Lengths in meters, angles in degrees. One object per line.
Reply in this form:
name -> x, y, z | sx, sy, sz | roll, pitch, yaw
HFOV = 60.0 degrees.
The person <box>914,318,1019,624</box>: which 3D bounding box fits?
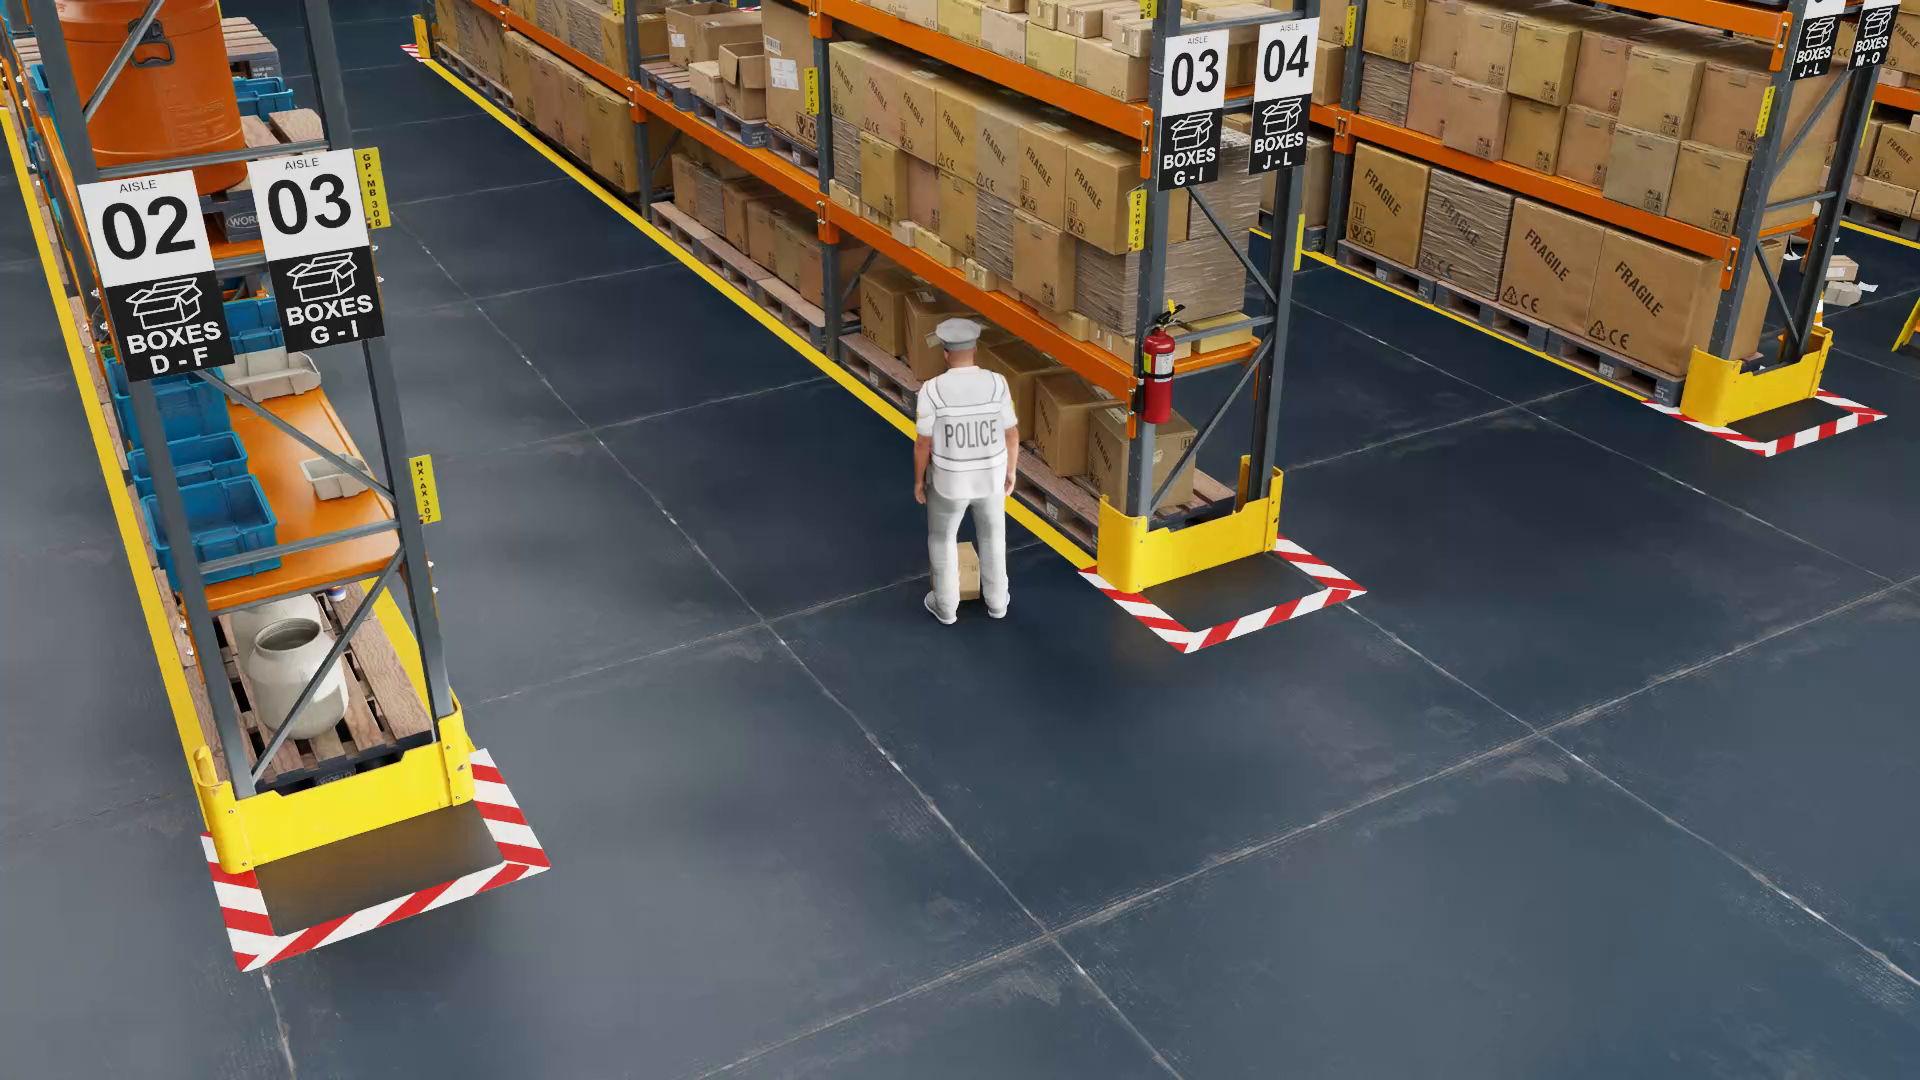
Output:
person -> 0.034, -0.339, 9.173 | 0.584, 1.747, 0.438 | -6, 29, -10
